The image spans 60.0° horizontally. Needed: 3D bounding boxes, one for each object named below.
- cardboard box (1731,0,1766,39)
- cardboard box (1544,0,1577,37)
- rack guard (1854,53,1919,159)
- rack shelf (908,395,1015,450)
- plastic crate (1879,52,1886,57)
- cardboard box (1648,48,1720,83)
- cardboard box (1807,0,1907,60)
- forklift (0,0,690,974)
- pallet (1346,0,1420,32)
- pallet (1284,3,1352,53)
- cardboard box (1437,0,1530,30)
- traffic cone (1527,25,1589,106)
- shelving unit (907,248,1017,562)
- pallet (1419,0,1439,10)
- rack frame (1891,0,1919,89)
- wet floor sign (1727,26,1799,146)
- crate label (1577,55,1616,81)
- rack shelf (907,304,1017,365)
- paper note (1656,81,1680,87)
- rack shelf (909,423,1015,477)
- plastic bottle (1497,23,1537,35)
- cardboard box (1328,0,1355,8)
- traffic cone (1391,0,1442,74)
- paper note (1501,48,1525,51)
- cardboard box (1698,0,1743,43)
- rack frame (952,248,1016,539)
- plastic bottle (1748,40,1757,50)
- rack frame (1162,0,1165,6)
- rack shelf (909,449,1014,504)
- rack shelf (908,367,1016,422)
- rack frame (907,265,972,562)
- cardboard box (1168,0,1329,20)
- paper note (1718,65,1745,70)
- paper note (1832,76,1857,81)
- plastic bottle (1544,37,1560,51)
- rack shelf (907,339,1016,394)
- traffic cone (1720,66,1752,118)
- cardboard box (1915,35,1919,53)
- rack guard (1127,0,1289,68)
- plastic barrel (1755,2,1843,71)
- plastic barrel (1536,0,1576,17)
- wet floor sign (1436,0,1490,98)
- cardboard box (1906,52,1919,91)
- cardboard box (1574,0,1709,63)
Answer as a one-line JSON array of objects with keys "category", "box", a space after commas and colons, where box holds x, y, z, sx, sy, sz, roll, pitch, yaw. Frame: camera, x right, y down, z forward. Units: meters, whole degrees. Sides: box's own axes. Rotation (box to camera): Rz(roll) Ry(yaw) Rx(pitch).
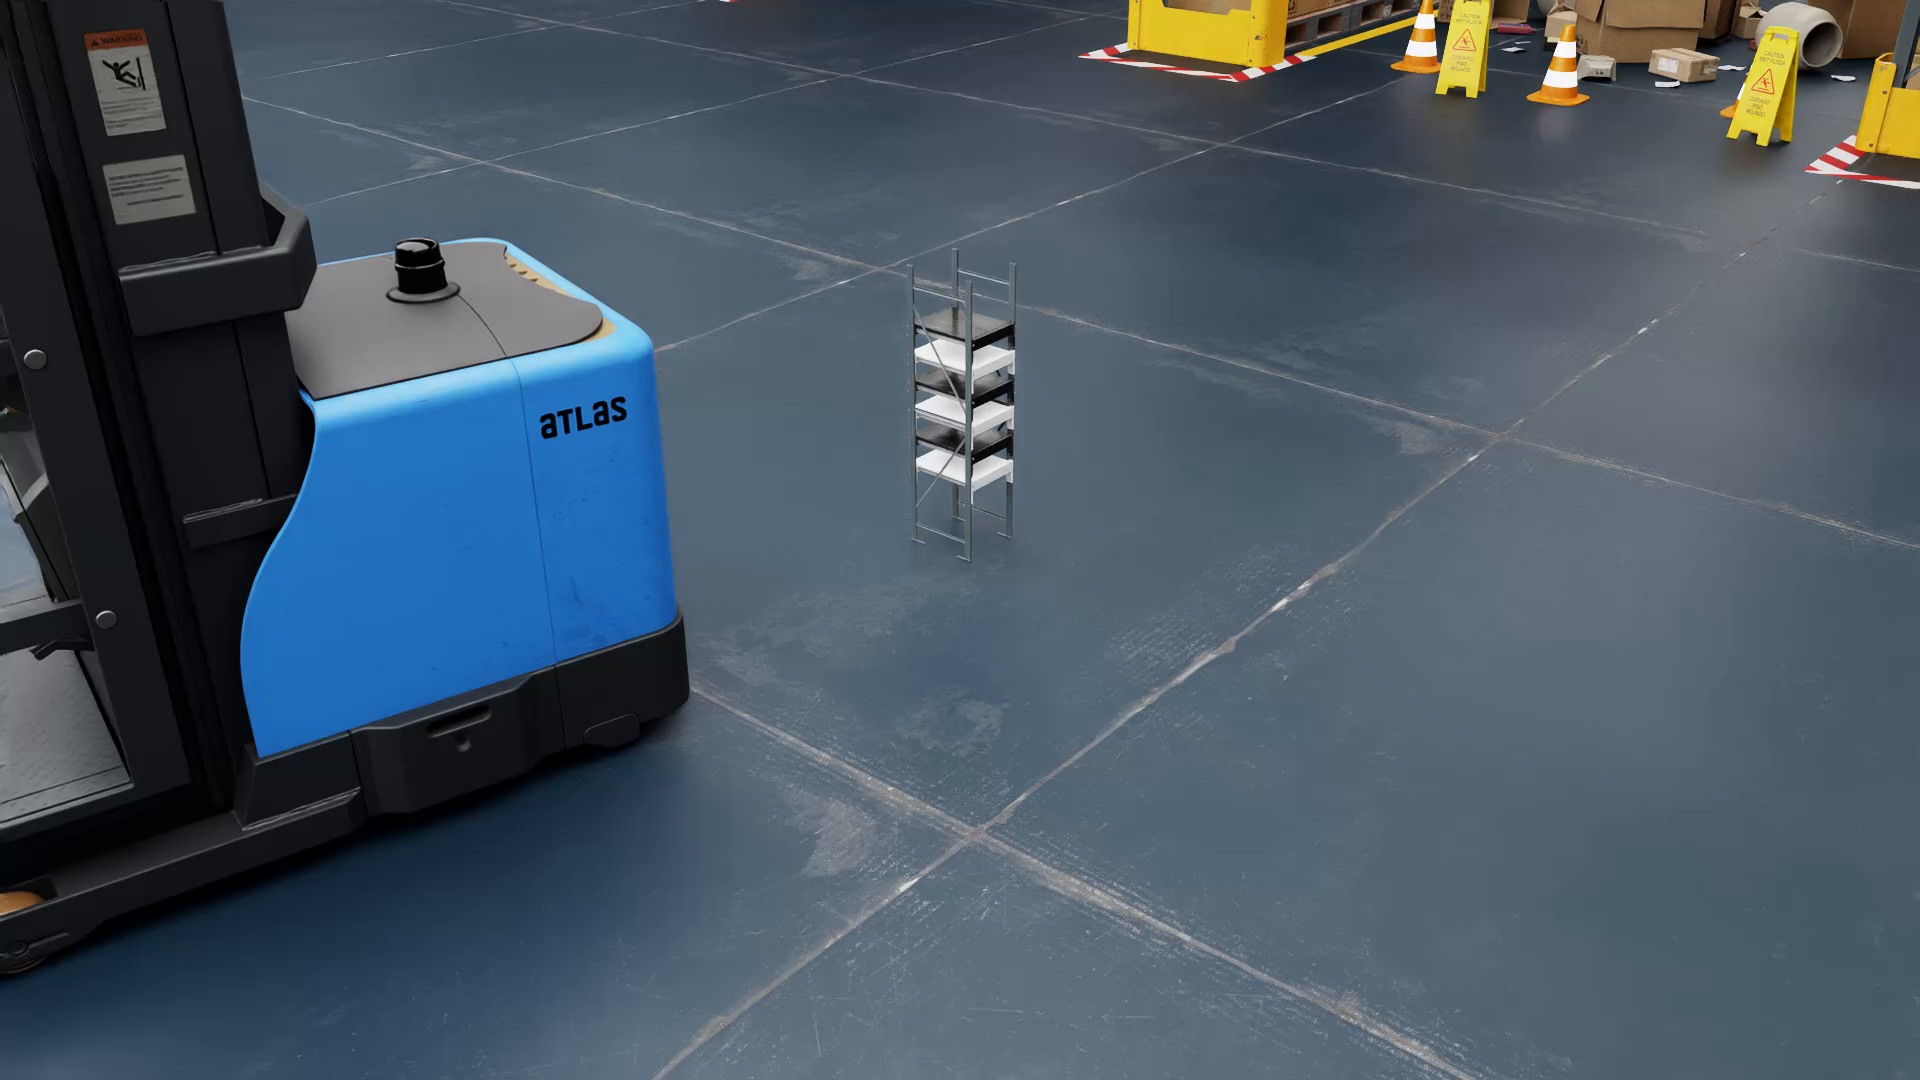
[{"category": "cardboard box", "box": [6.038, -3.997, 12.688, 0.258, 0.266, 0.396, 0, 27, 0]}, {"category": "cardboard box", "box": [4.656, -3.922, 12.542, 0.258, 0.266, 0.396, -21, 34, -35]}, {"category": "rack guard", "box": [5.716, -2.372, 9.290, 1.175, 0.500, 0.348, 21, 34, 34]}, {"category": "rack shelf", "box": [0.005, -0.373, 5.064, 0.258, 0.077, 0.200, 21, 34, 34]}, {"category": "plastic crate", "box": [6.581, -3.259, 11.463, 0.402, 0.080, 0.583, 9, 29, 17]}, {"category": "cardboard box", "box": [4.943, -3.244, 11.358, 0.250, 0.149, 0.380, -10, 29, -18]}, {"category": "cardboard box", "box": [6.481, -3.782, 12.013, 0.500, 0.500, 0.500, -5, 28, -9]}, {"category": "forklift", "box": [-2.200, -0.619, 3.256, 3.031, 2.935, 1.130, -18, 32, -31]}, {"category": "pallet", "box": [3.009, -4.364, 13.456, 1.003, 0.211, 1.213, 21, 34, 34]}, {"category": "pallet", "box": [2.232, -3.934, 12.624, 1.003, 0.211, 1.213, 21, 34, 34]}, {"category": "cardboard box", "box": [4.133, -4.325, 13.063, 0.500, 0.500, 0.500, -21, 34, -35]}, {"category": "traffic cone", "box": [3.873, -3.061, 10.664, 0.336, 0.463, 0.334, 21, 34, 34]}, {"category": "shelving unit", "box": [0.005, -0.403, 5.049, 0.258, 0.900, 0.210, 21, 34, 34]}, {"category": "pallet", "box": [3.784, -4.799, 14.296, 1.003, 0.211, 1.213, 21, 34, 34]}, {"category": "rack frame", "box": [5.668, -3.455, 8.664, 1.000, 3.000, 0.127, 21, 34, 34]}, {"category": "wet floor sign", "box": [4.722, -2.655, 9.679, 0.232, 0.644, 0.267, -15, 31, -27]}, {"category": "crate label", "box": [4.326, -3.214, 11.313, 0.250, 0.136, 0.298, 4, 28, 8]}, {"category": "rack shelf", "box": [0.005, -0.613, 4.940, 0.258, 0.077, 0.200, 21, 34, 34]}, {"category": "paper note", "box": [4.733, -3.053, 11.118, 0.148, 0.019, 0.142, 9, 29, 17]}, {"category": "rack shelf", "box": [0.005, -0.293, 5.105, 0.258, 0.077, 0.200, 21, 34, 34]}, {"category": "plastic bottle", "box": [4.281, -3.925, 12.770, 0.283, 0.061, 0.133, 9, 29, 17]}, {"category": "cardboard box", "box": [2.723, -4.681, 12.889, 0.875, 0.875, 0.875, 20, 34, 34]}, {"category": "traffic cone", "box": [3.218, -3.512, 11.536, 0.336, 0.463, 0.334, 21, 34, 34]}, {"category": "paper note", "box": [4.065, -3.591, 12.161, 0.142, 0.017, 0.144, -15, 31, -27]}, {"category": "cardboard box", "box": [5.420, -4.103, 12.486, 0.797, 0.637, 0.503, 21, 34, 34]}, {"category": "rack frame", "box": [0.070, -0.439, 5.118, 0.240, 0.900, 0.006, 21, 34, 34]}, {"category": "plastic bottle", "box": [5.944, -3.659, 12.256, 0.283, 0.061, 0.133, -21, 34, -35]}, {"category": "rack frame", "box": [1.784, -4.866, 11.391, 1.000, 3.000, 0.127, 21, 34, 34]}, {"category": "rack shelf", "box": [0.005, -0.213, 5.147, 0.258, 0.077, 0.200, 21, 34, 34]}, {"category": "rack shelf", "box": [0.005, -0.453, 5.023, 0.258, 0.077, 0.200, 21, 34, 34]}, {"category": "rack frame", "box": [-0.059, -0.367, 4.979, 0.240, 0.900, 0.006, 21, 34, 34]}, {"category": "cardboard box", "box": [2.165, -4.368, 12.285, 0.875, 0.875, 0.875, 21, 34, 35]}, {"category": "paper note", "box": [5.389, -3.305, 11.619, 0.142, 0.019, 0.148, -15, 31, -27]}, {"category": "paper note", "box": [6.008, -3.145, 11.297, 0.142, 0.019, 0.148, 9, 29, 17]}, {"category": "plastic bottle", "box": [4.387, -3.667, 12.272, 0.133, 0.061, 0.283, 9, 29, 17]}, {"category": "rack shelf", "box": [0.005, -0.533, 4.981, 0.258, 0.077, 0.200, 21, 34, 34]}, {"category": "traffic cone", "box": [4.946, -2.858, 10.270, 0.336, 0.463, 0.334, 21, 34, 34]}, {"category": "cardboard box", "box": [5.976, -3.114, 9.723, 0.500, 0.500, 0.500, 21, 34, 35]}, {"category": "rack guard", "box": [1.769, -3.747, 11.949, 1.175, 0.500, 0.348, 21, 34, 34]}, {"category": "plastic barrel", "box": [5.814, -3.485, 11.527, 0.421, 0.421, 0.512, -5, 28, -9]}, {"category": "plastic barrel", "box": [4.791, -4.289, 13.080, 0.421, 0.421, 0.512, -5, 28, -9]}, {"category": "wet floor sign", "box": [3.294, -3.231, 10.794, 0.267, 0.644, 0.232, 15, 31, 26]}, {"category": "cardboard box", "box": [5.990, -2.794, 9.922, 0.500, 0.250, 0.500, 21, 34, 34]}, {"category": "cardboard box", "box": [4.832, -3.709, 11.872, 0.797, 0.503, 0.637, 0, 27, 0]}]
